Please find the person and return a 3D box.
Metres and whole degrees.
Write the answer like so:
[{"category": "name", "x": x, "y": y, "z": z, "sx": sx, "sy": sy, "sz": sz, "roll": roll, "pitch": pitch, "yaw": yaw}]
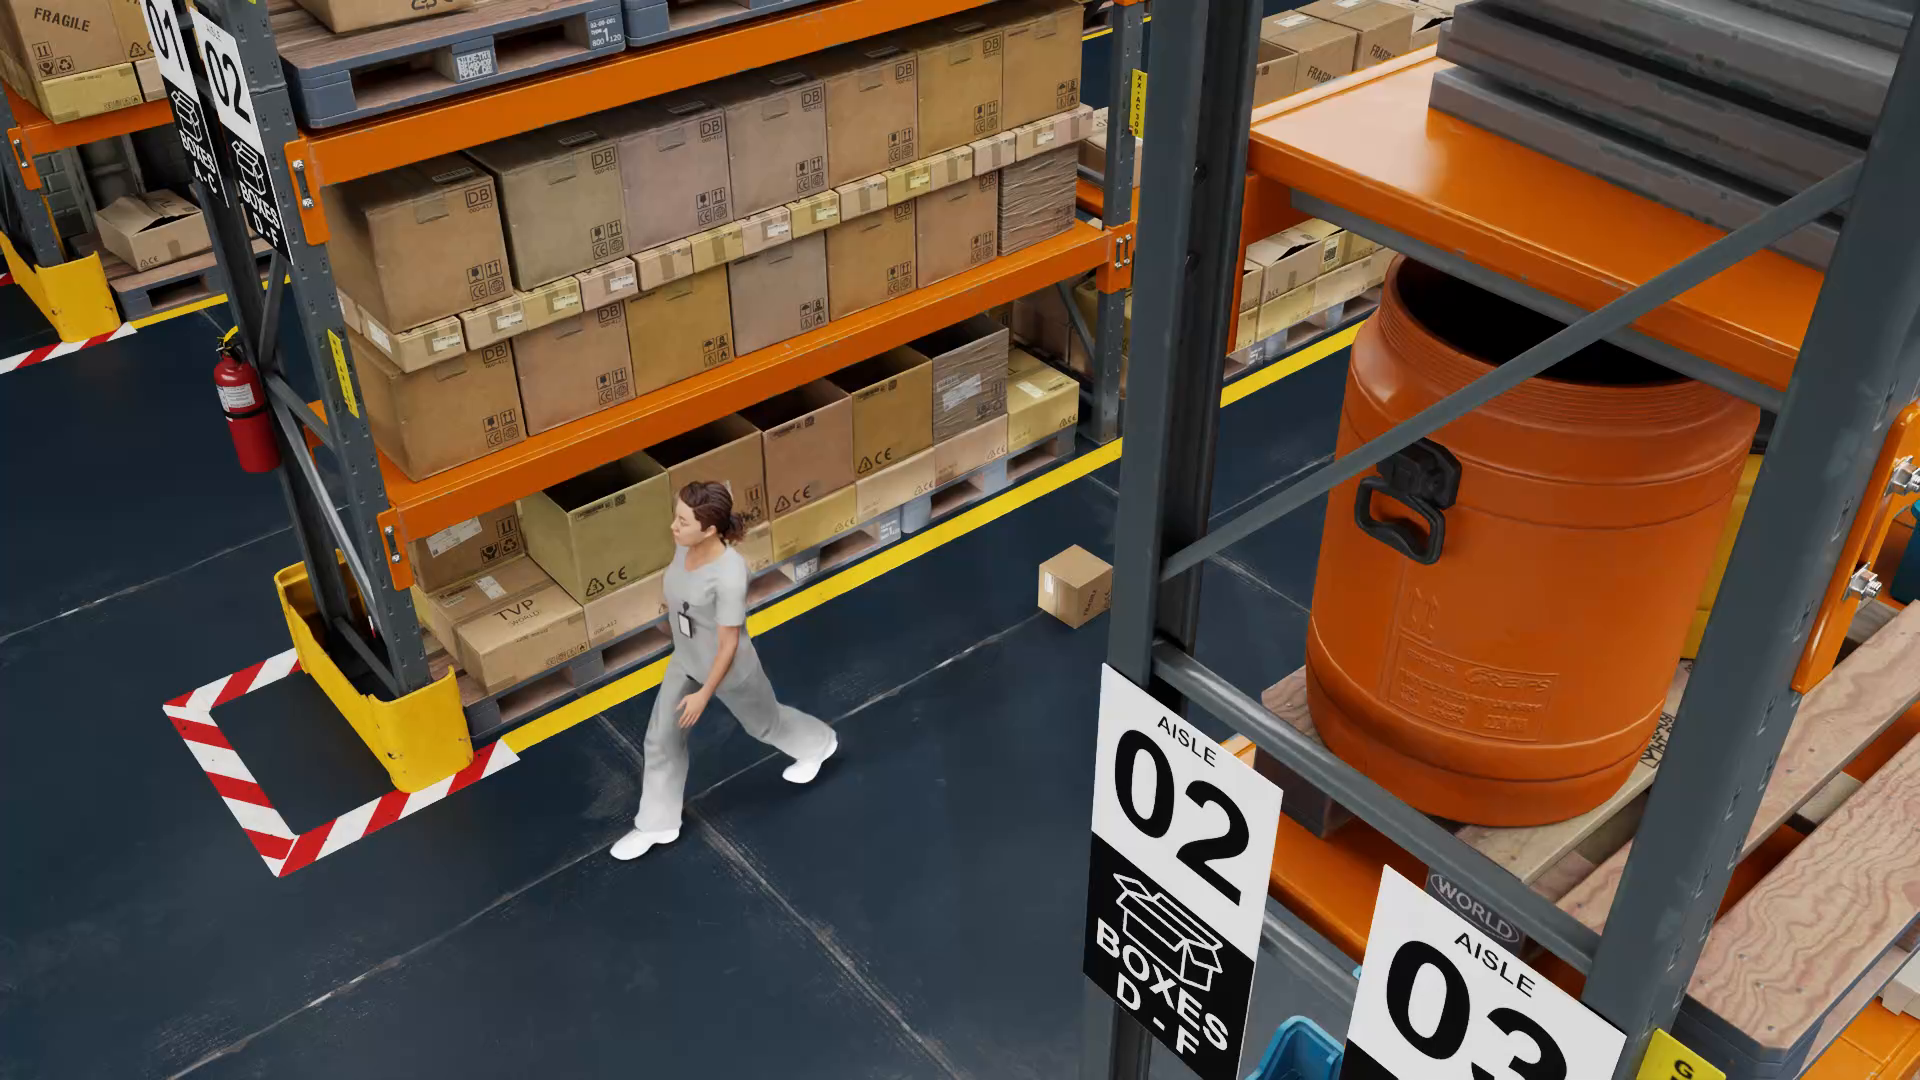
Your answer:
[{"category": "person", "x": -0.949, "y": 0.474, "z": 6.432, "sx": 1.053, "sy": 1.620, "sz": 0.444, "roll": -29, "pitch": 45, "yaw": -34}]
